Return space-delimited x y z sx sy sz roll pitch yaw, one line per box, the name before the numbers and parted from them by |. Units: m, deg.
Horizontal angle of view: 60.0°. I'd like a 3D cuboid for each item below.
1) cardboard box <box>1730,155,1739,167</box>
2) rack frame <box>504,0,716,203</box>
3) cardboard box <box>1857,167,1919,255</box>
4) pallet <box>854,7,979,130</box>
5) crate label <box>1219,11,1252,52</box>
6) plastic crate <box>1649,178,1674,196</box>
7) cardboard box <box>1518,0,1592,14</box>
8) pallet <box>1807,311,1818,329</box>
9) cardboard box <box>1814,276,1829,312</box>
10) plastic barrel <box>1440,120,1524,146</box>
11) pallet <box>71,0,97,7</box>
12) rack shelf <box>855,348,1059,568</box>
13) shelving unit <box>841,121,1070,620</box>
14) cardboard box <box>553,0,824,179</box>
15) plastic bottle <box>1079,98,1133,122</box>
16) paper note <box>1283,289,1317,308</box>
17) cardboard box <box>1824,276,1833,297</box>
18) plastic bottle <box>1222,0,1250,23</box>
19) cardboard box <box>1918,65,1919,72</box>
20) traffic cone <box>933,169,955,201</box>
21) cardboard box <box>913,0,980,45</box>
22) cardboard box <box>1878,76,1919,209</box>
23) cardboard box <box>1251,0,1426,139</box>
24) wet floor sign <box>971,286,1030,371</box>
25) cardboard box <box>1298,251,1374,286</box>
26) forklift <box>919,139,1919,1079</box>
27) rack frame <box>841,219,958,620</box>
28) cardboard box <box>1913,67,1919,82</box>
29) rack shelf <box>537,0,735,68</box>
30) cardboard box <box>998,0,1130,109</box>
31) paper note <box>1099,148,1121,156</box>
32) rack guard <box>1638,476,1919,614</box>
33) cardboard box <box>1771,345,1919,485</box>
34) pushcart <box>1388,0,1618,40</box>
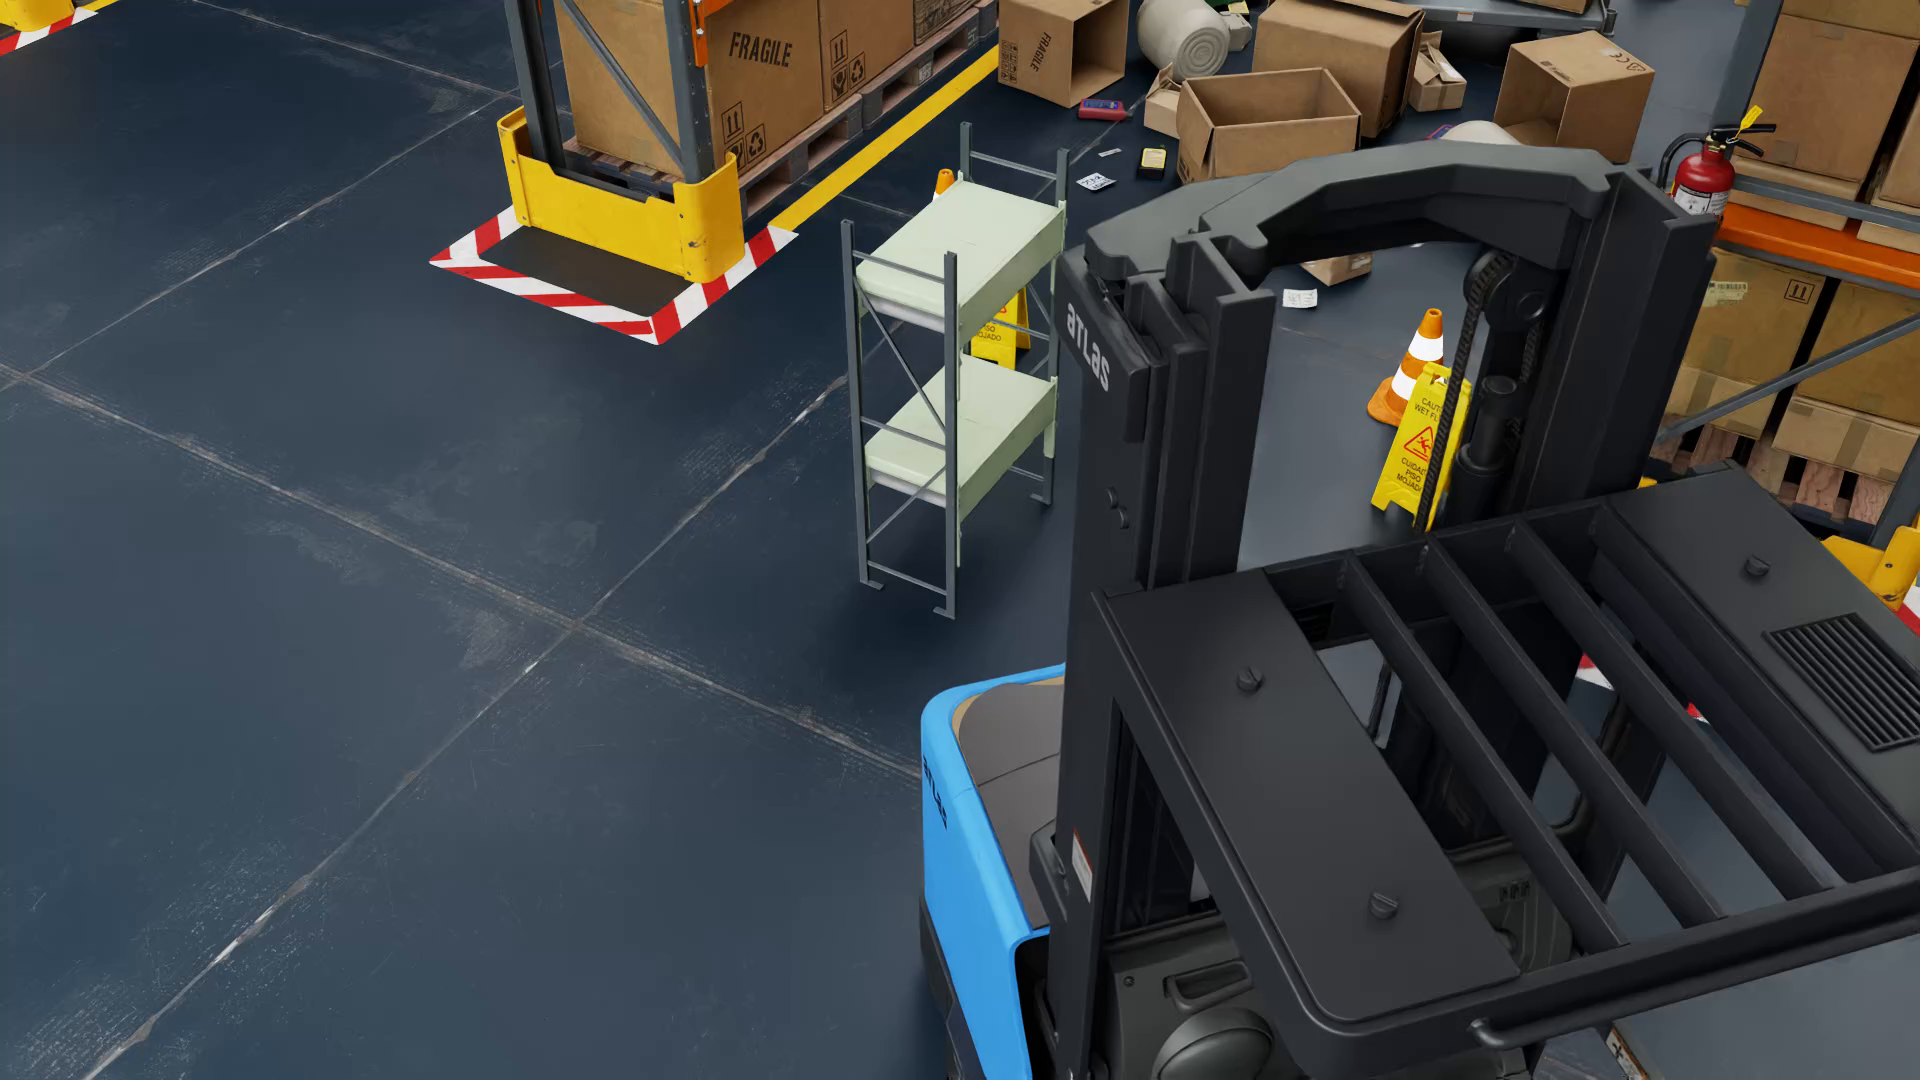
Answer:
cardboard box | 2.811 -1.376 5.733 0.380 0.149 0.250 20 45 22
rack frame | -1.558 -2.583 6.914 1.000 3.000 0.127 21 45 22
cardboard box | 3.128 -1.036 5.346 0.380 0.149 0.250 21 46 22
pallet | -0.614 -2.715 9.174 1.003 0.211 1.213 21 45 22
crate label | 1.496 -2.885 9.423 0.298 0.136 0.250 -7 42 -7
plastic crate | 3.284 -1.570 7.972 0.402 0.080 0.583 7 42 8
cardboard box | 3.224 -3.210 8.944 0.500 0.500 0.500 21 45 22
pallet | 3.865 -1.149 7.395 1.003 0.211 1.213 21 45 22
cardboard box | 3.946 -1.106 6.999 0.500 0.250 0.500 24 47 25
plastic barrel | 2.501 -1.720 7.882 0.421 0.421 0.512 -14 43 -15
pallet | -5.326 -3.731 10.328 1.003 0.211 1.213 21 45 22
rack shelf | -0.003 -0.314 5.965 0.431 0.370 0.720 21 45 22
shelving unit | -0.003 -0.559 5.750 0.431 1.500 0.755 21 45 22
cardboard box | -1.276 -2.353 7.942 0.875 0.875 0.875 21 46 22
plastic bottle | 0.775 -2.268 8.779 0.283 0.061 0.133 7 42 8
paper note | 1.528 -1.089 7.463 0.148 0.019 0.142 7 42 8
cardboard box | 3.691 -1.096 6.420 0.500 0.500 0.500 19 45 21
plastic bottle | 1.612 -3.112 9.737 0.133 0.061 0.283 0 41 0
cardboard box | 3.766 -1.922 5.862 0.500 0.500 0.500 20 45 21
traffic cone | -0.063 -1.465 7.564 0.336 0.463 0.334 21 45 22
cardboard box | -0.379 -3.378 9.107 0.875 0.875 0.875 21 46 22
cardboard box | 3.256 -1.332 5.193 0.500 0.500 0.500 20 45 21
cardboard box | 1.926 -2.498 8.603 0.797 0.637 0.503 21 45 22
wet floor sign | 0.142 -1.028 6.929 0.267 0.644 0.232 14 43 15
cardboard box | 1.685 -1.352 7.672 0.250 0.149 0.380 -21 45 -22
forklift | 0.794 0.935 2.970 1.130 2.935 3.031 -11 43 -12
rack frame | -0.186 -0.350 5.512 0.400 1.500 0.023 21 45 22
cardboard box | 3.792 -1.770 6.180 0.380 0.149 0.250 22 46 23
rack shelf | -0.557 -3.458 8.451 1.077 0.370 4.000 21 45 22
cardboard box | 0.555 -2.707 8.944 0.500 0.500 0.500 29 49 29
paper note | 0.766 -1.979 8.489 0.123 0.001 0.032 -21 45 -22
rack guard | 2.816 -0.109 5.996 1.175 0.500 0.348 21 45 22
cardboard box | 3.422 -0.500 6.311 0.500 0.250 0.500 21 45 22
pushcart | 2.781 -3.034 9.410 1.648 0.377 0.936 7 42 8
